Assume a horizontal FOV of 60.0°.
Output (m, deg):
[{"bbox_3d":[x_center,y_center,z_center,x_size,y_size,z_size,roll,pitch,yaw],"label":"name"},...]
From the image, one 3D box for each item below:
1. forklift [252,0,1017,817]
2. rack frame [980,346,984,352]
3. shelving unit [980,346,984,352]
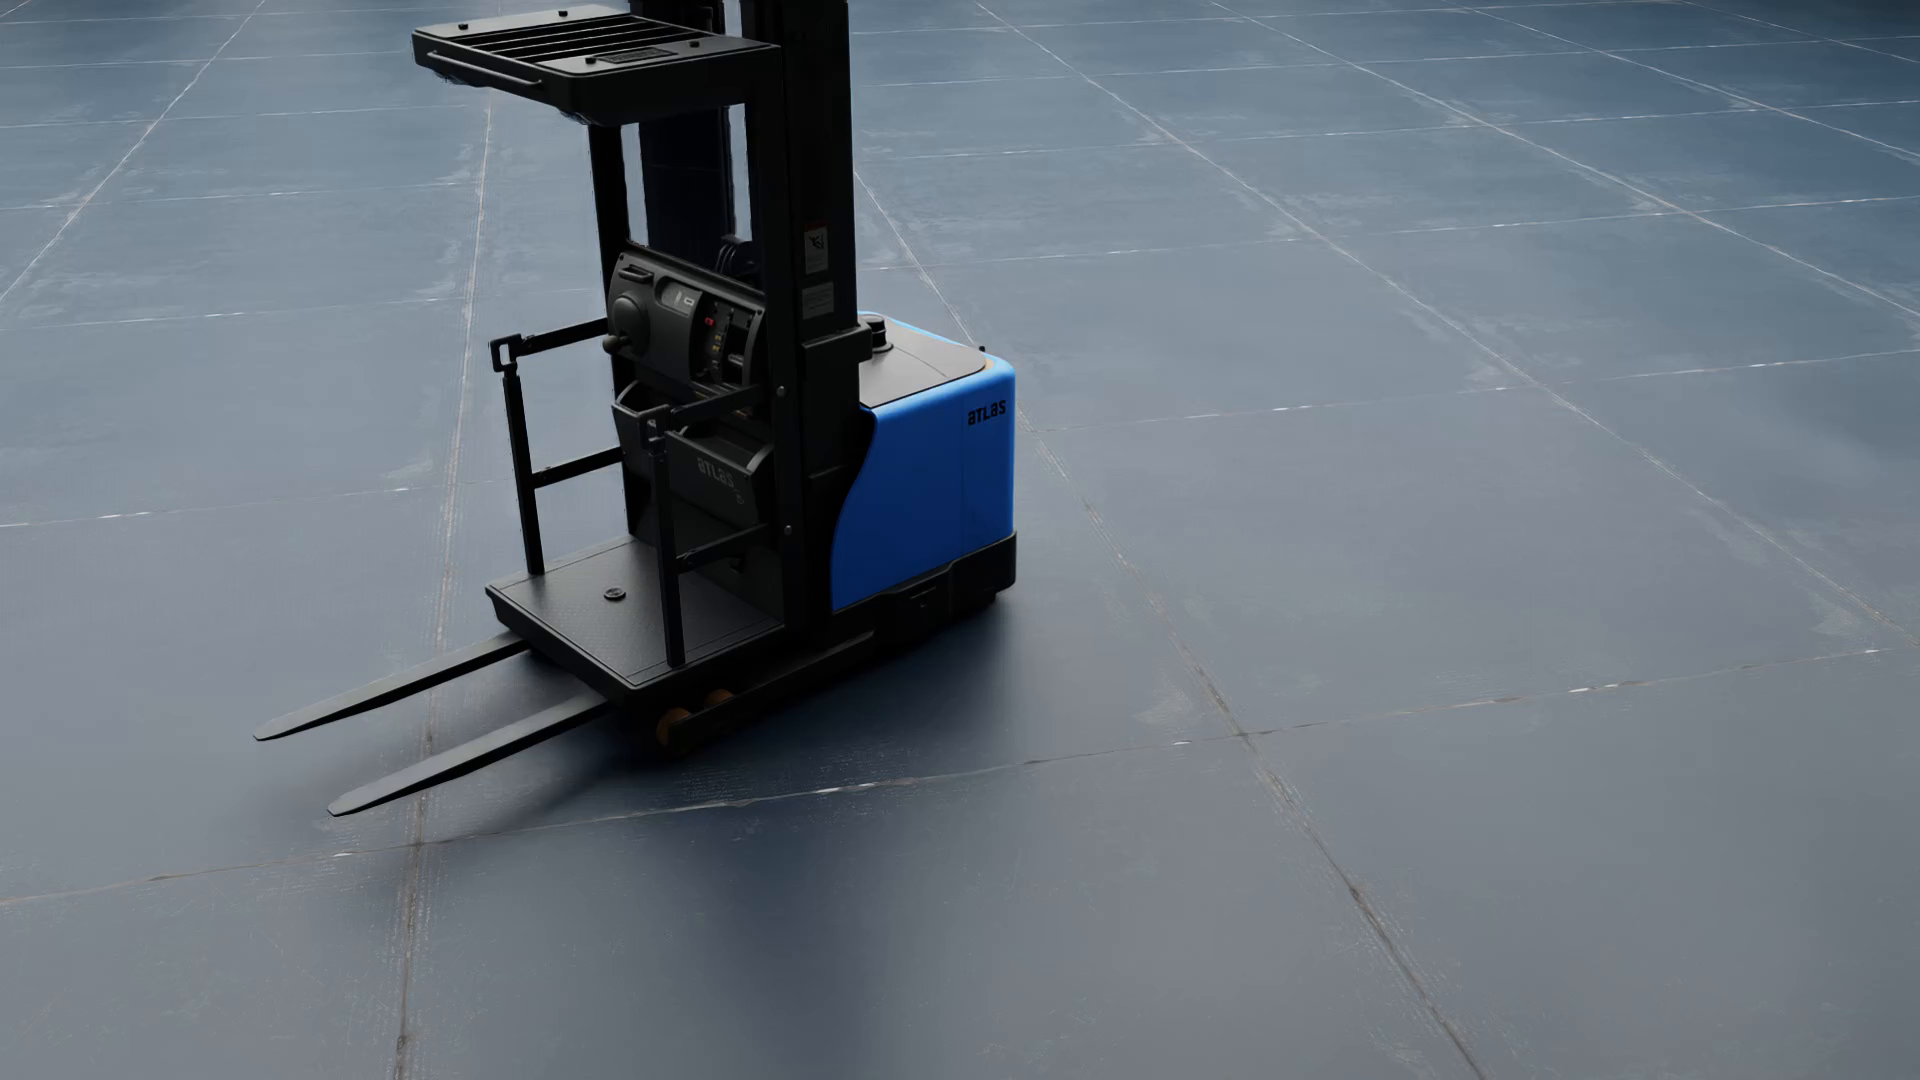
[{"bbox_3d":[-1.177,-0.778,6.039,3.031,2.935,1.130,-23,35,-38],"label":"forklift"},{"bbox_3d":[-0.007,-0.458,7.659,0.240,0.900,0.006,-6,27,-12],"label":"rack frame"},{"bbox_3d":[0.017,-0.414,7.571,0.258,0.900,0.210,-6,27,-12],"label":"shelving unit"}]
